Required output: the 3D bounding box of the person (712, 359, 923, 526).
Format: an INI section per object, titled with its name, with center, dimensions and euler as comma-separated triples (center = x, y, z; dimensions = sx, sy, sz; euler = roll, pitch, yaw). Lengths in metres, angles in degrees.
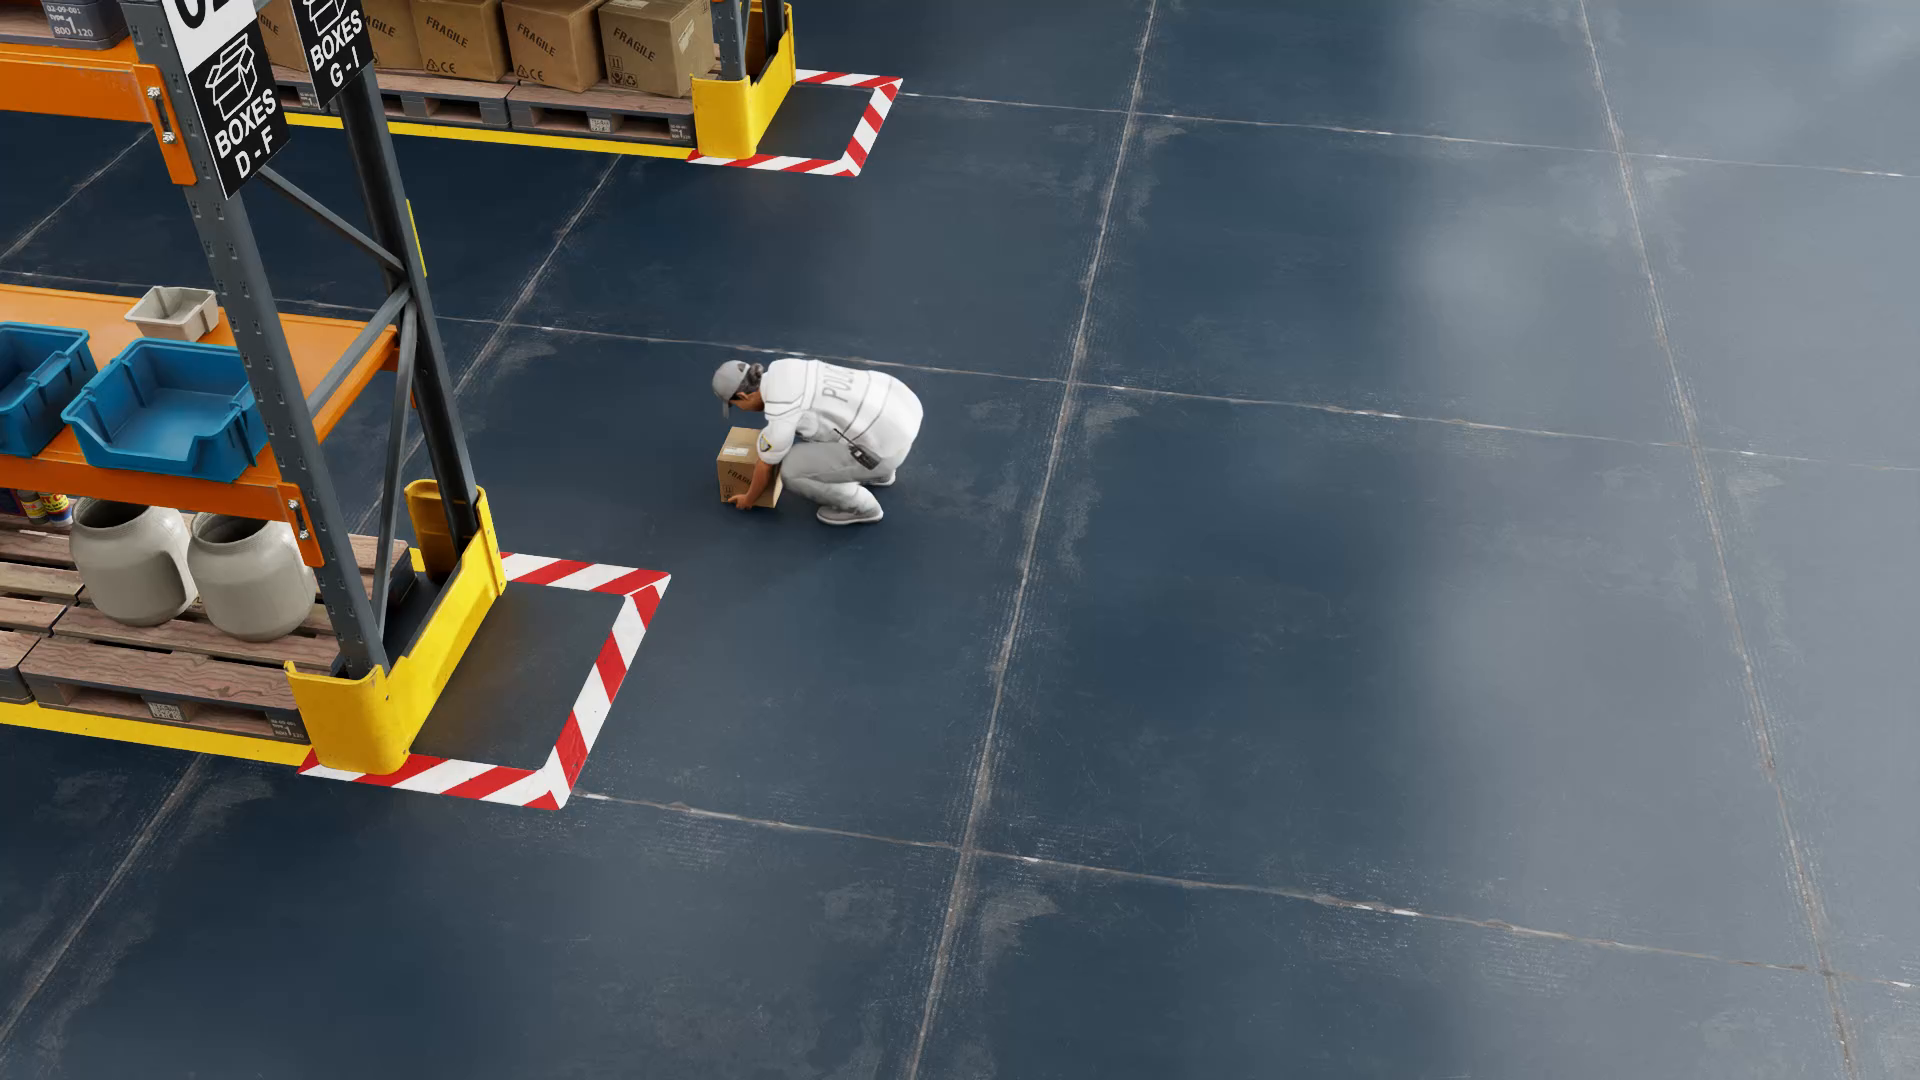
[person]
center = -0.628, -0.455, 7.444
dimensions = 0.907, 0.804, 0.522
euler = 6, 41, 7
